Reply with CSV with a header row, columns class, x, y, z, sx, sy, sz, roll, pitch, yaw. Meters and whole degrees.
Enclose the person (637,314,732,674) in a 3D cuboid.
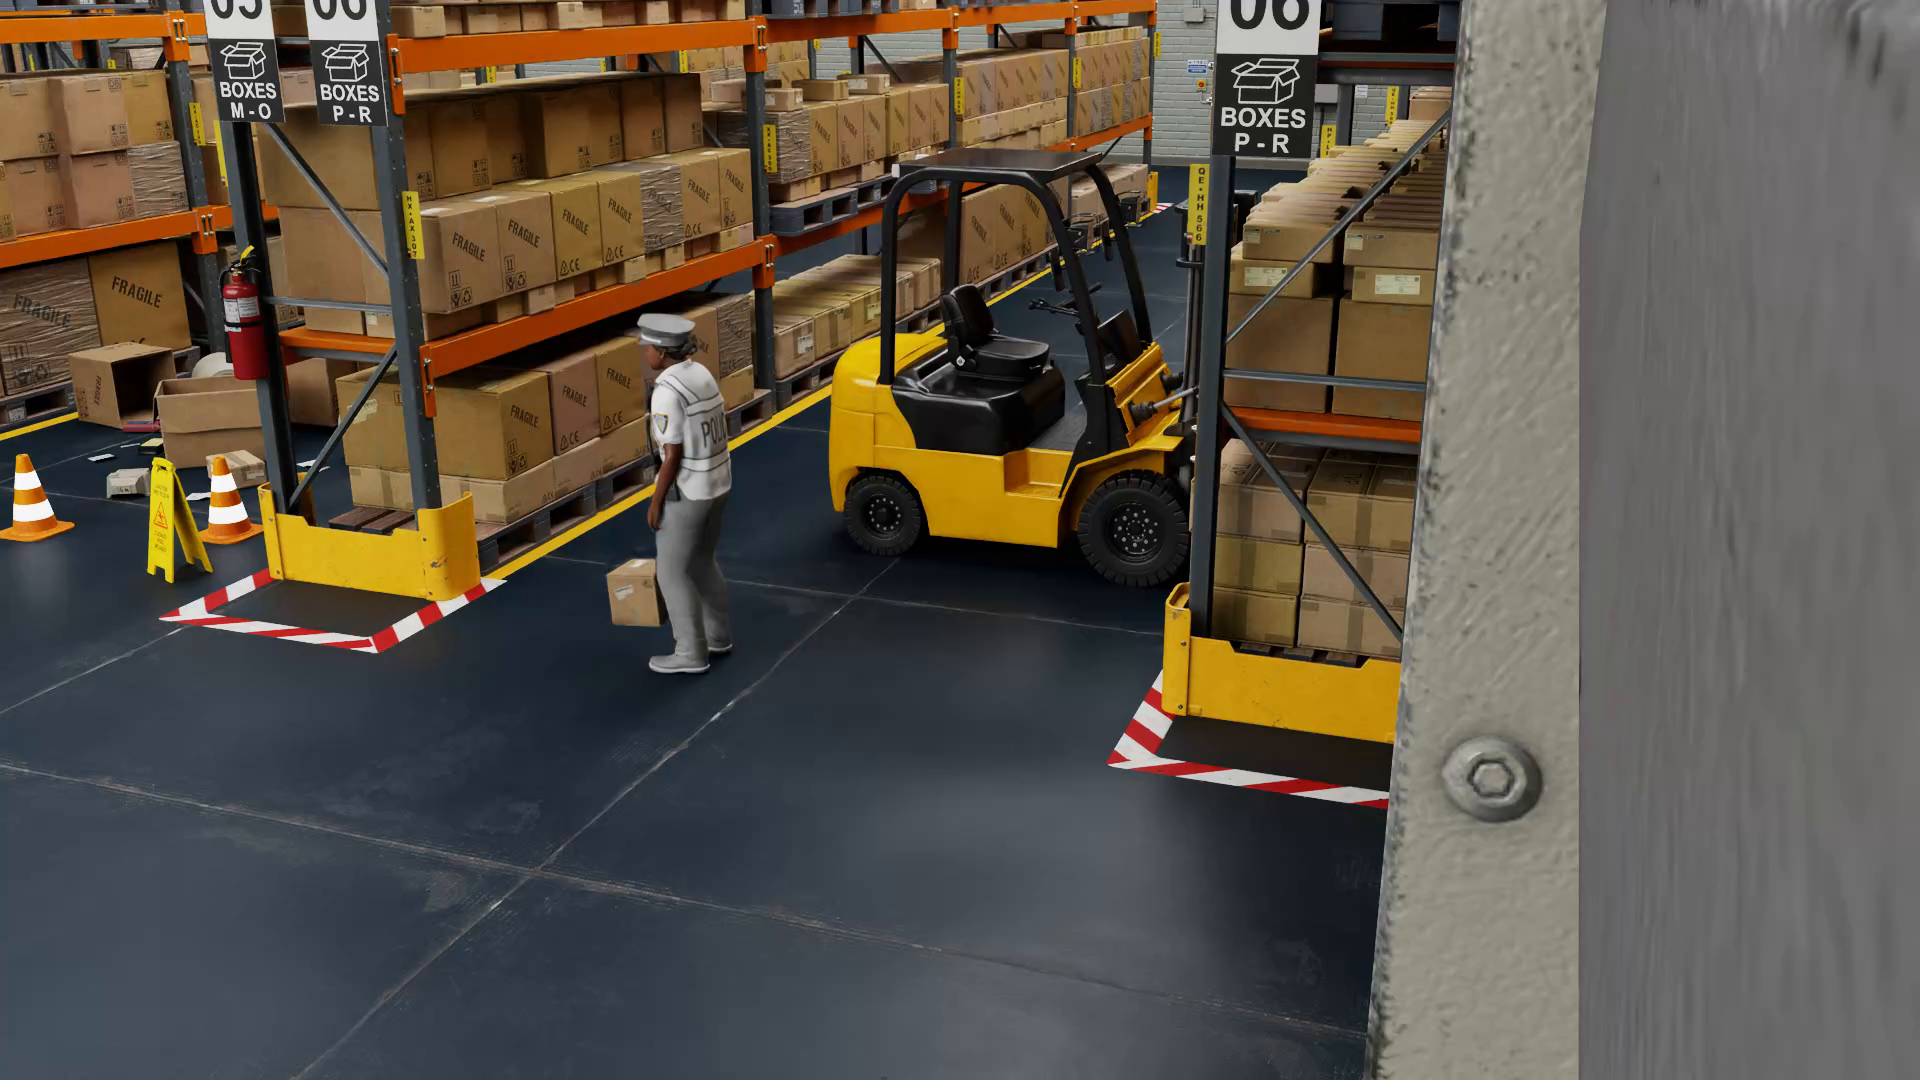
class,x,y,z,sx,sy,sz,roll,pitch,yaw
person,-1.249,-0.210,7.643,0.374,1.665,0.498,6,20,17
